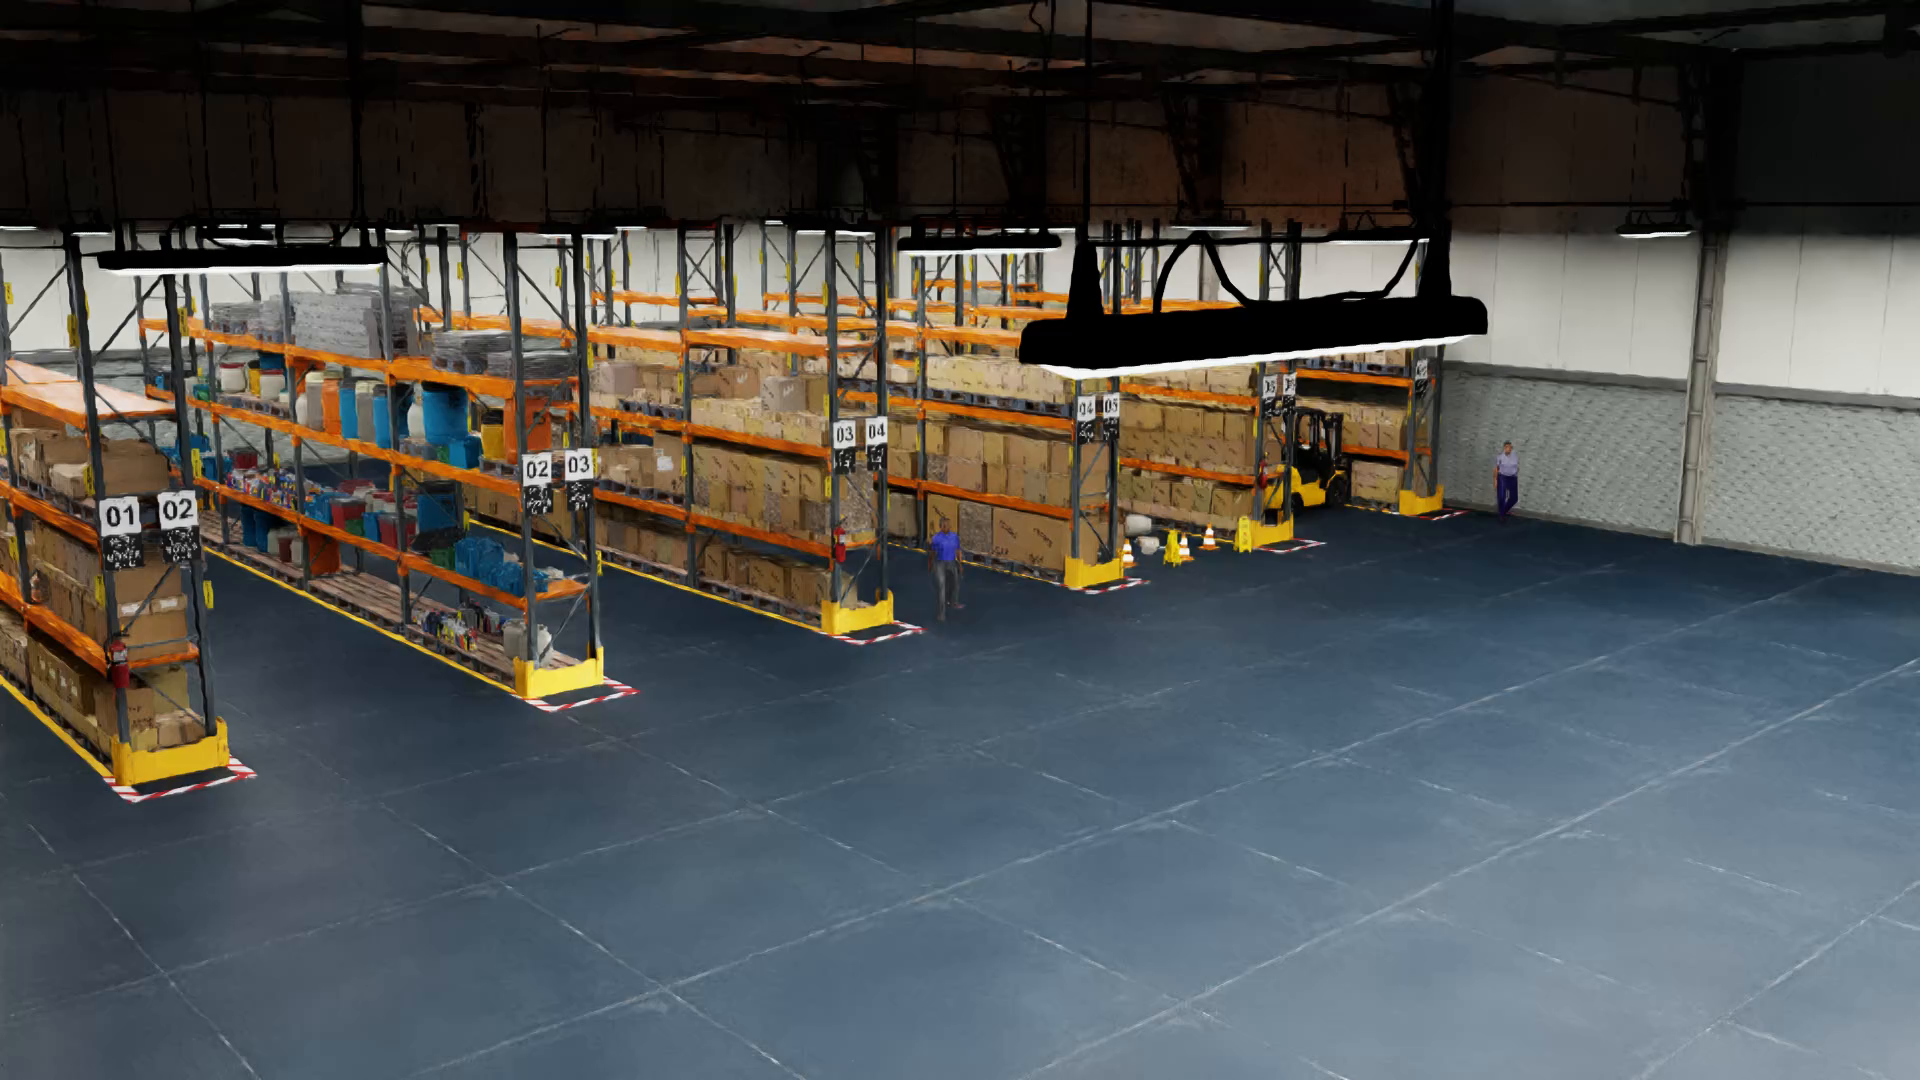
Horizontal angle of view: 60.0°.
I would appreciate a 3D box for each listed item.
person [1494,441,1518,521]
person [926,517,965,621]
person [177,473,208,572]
[{"bbox_3d":[11.096,-1.218,33.791,0.556,1.639,0.538,-1,11,-3],"label":"person"},{"bbox_3d":[-0.152,0.389,25.861,0.692,1.597,0.746,-6,13,-26],"label":"person"},{"bbox_3d":[-13.519,-0.326,29.047,0.581,1.718,0.638,-3,12,-16],"label":"person"}]
